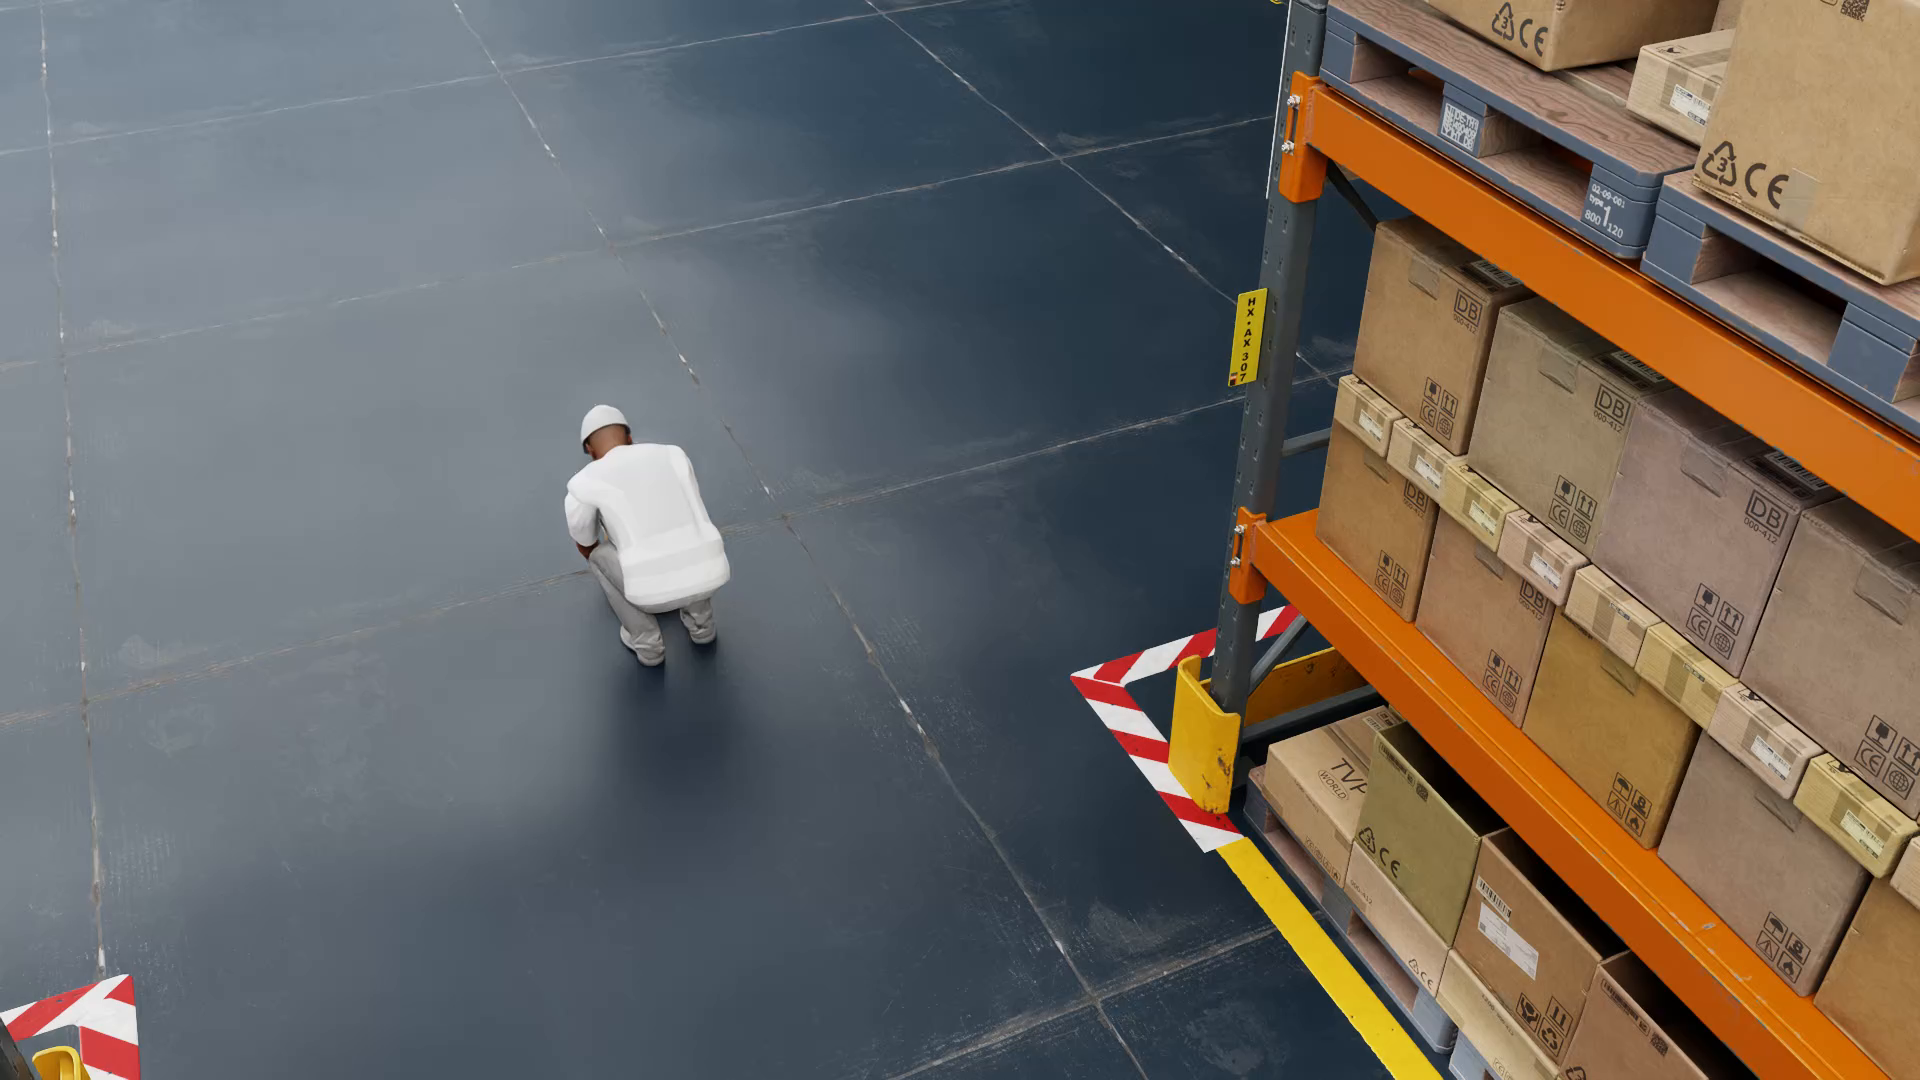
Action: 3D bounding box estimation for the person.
[{"bbox_3d":[-1.303,-0.005,6.860,0.563,0.903,0.896,-16,40,-20],"label":"person"}]
